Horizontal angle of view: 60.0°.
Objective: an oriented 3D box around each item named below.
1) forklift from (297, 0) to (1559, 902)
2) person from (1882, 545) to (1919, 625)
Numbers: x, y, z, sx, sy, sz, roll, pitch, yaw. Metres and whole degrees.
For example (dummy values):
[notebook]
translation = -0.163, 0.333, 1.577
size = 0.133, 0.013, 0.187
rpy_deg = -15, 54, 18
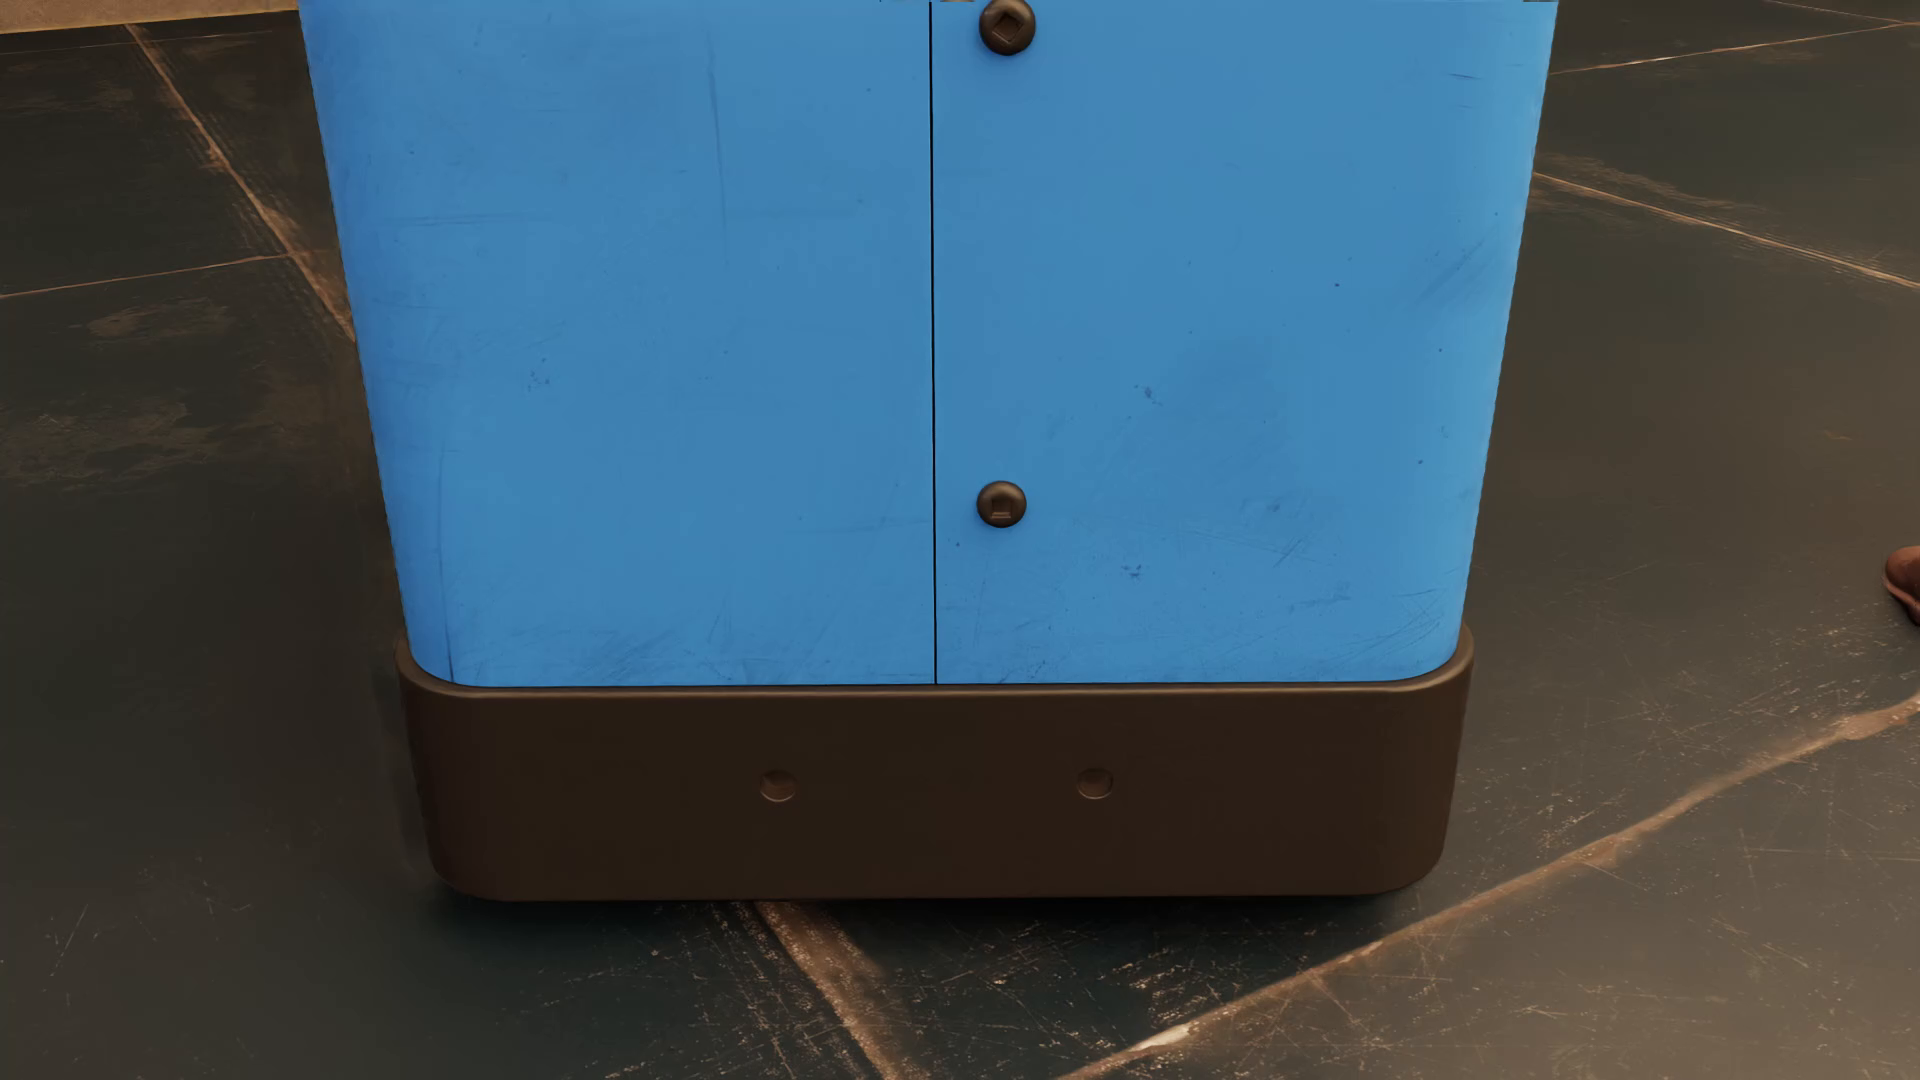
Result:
[forklift]
translation = -0.040, -1.573, 2.362
size = 1.130, 2.935, 3.031
rpy_deg = 0, 27, -1
[person]
translation = 1.552, -0.560, 1.894
size = 0.447, 1.591, 1.021
rpy_deg = -17, 32, -31
